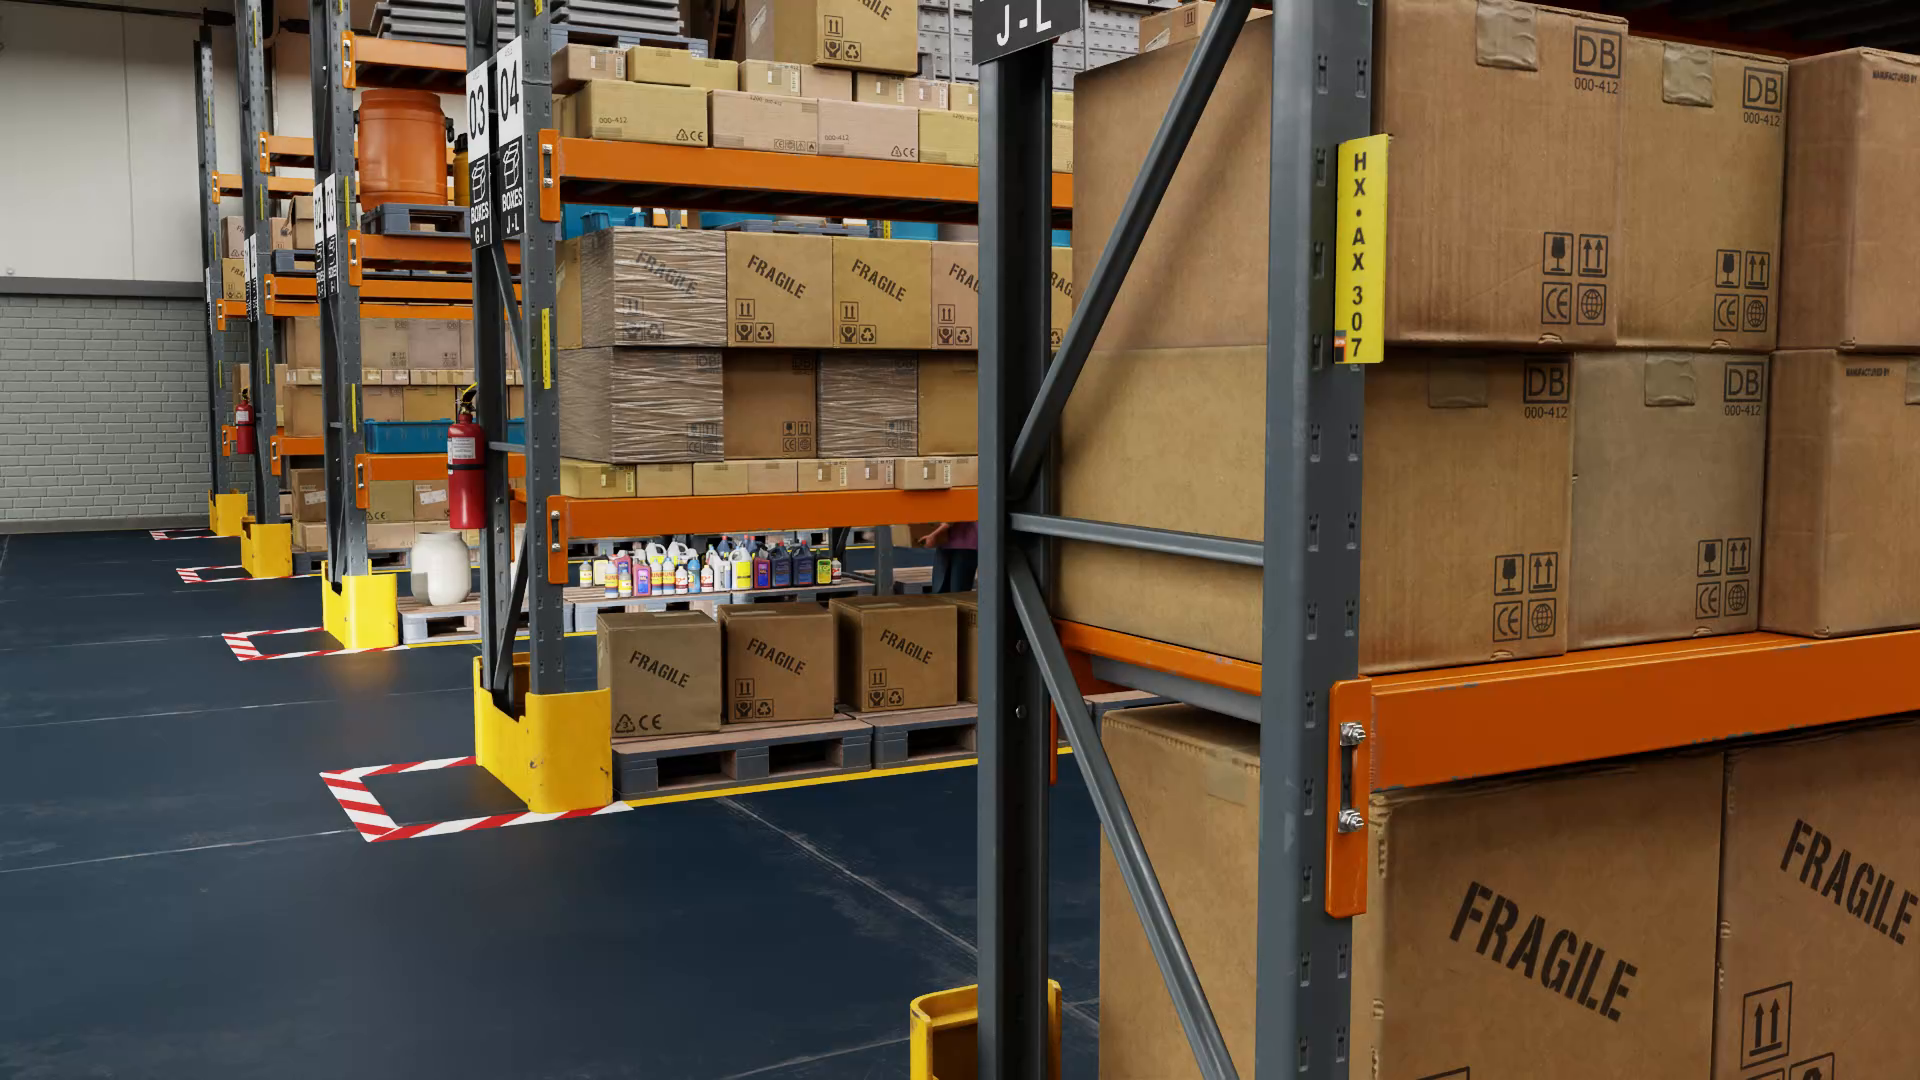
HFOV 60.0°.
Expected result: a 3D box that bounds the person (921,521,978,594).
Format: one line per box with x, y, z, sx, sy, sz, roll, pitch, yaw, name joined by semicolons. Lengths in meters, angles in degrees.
-0.082;0.061;10.004;0.479;1.600;0.435;-3;6;-29;person
